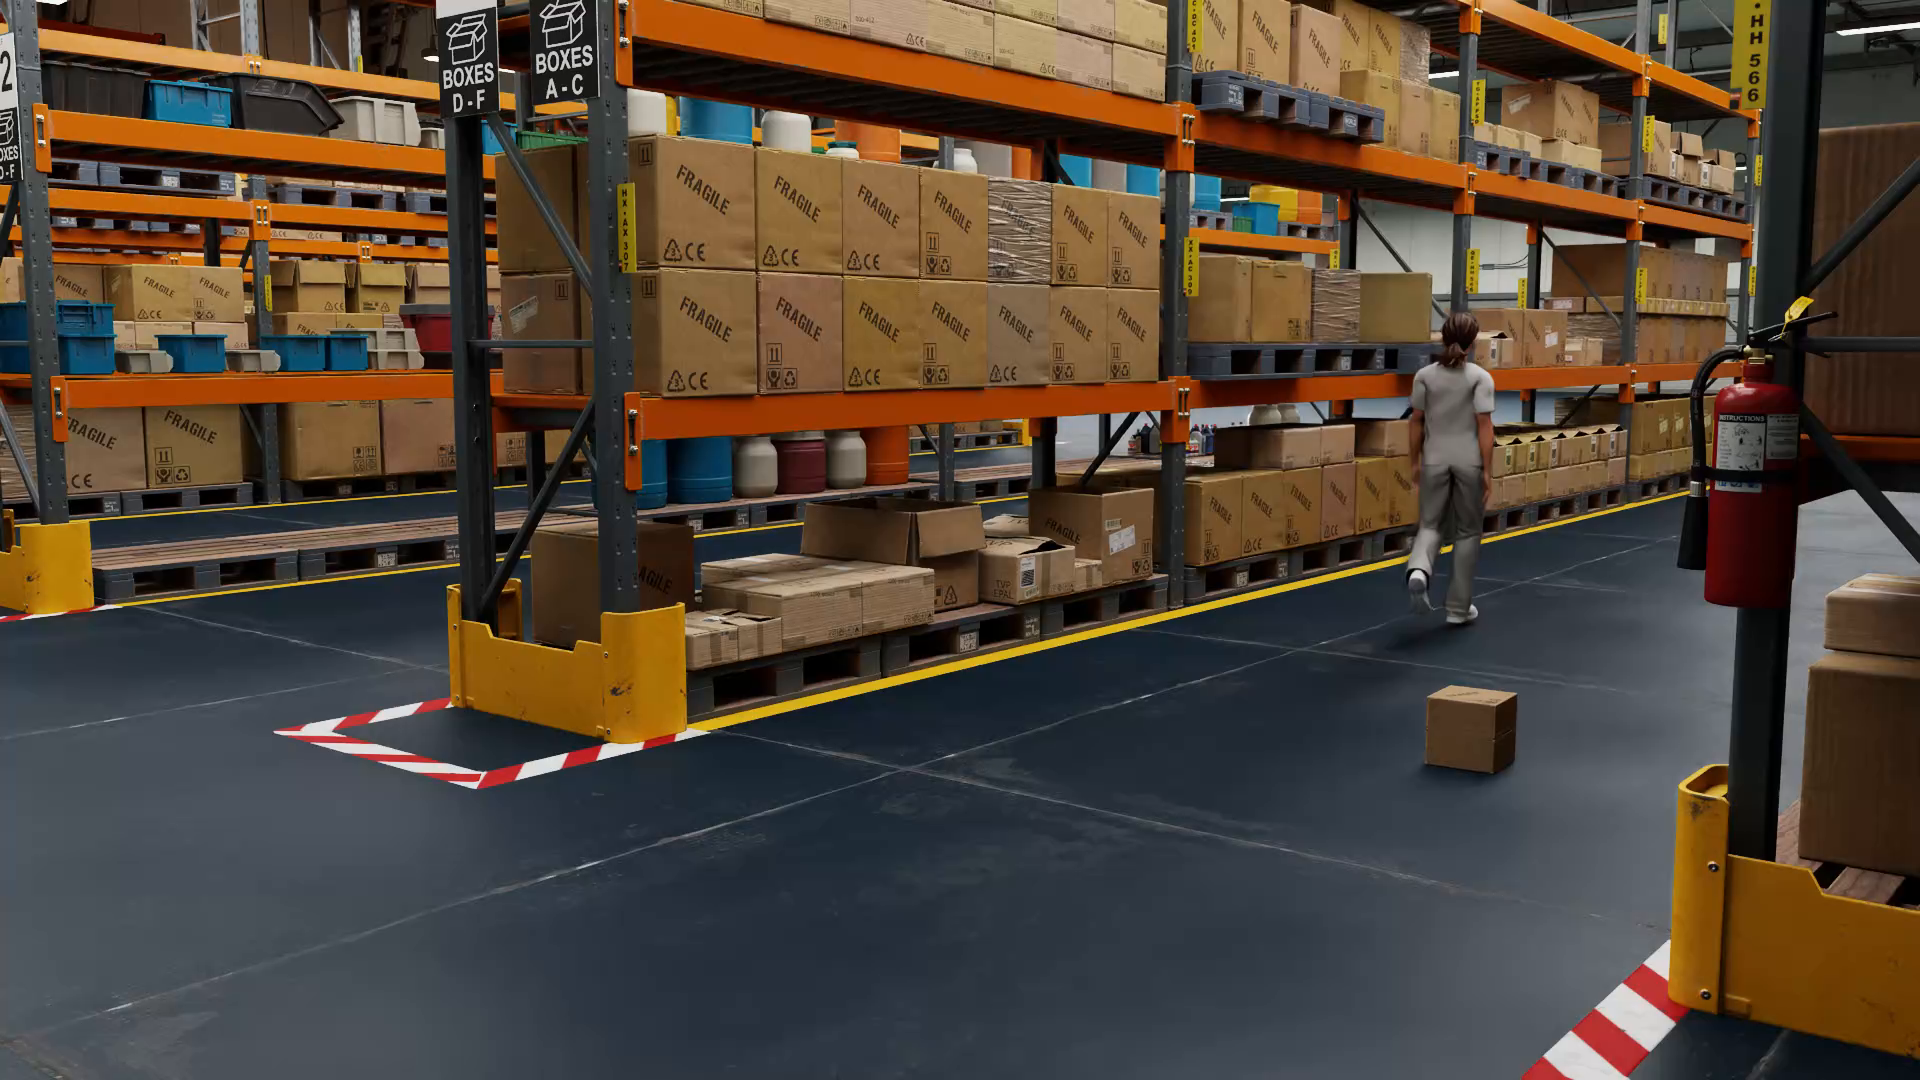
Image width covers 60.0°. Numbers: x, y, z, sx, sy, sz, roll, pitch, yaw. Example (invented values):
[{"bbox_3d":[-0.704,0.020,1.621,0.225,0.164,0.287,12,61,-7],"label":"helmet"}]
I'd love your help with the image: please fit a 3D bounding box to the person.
[{"bbox_3d":[2.567,-0.362,8.718,0.449,1.640,0.741,4,8,30],"label":"person"}]
